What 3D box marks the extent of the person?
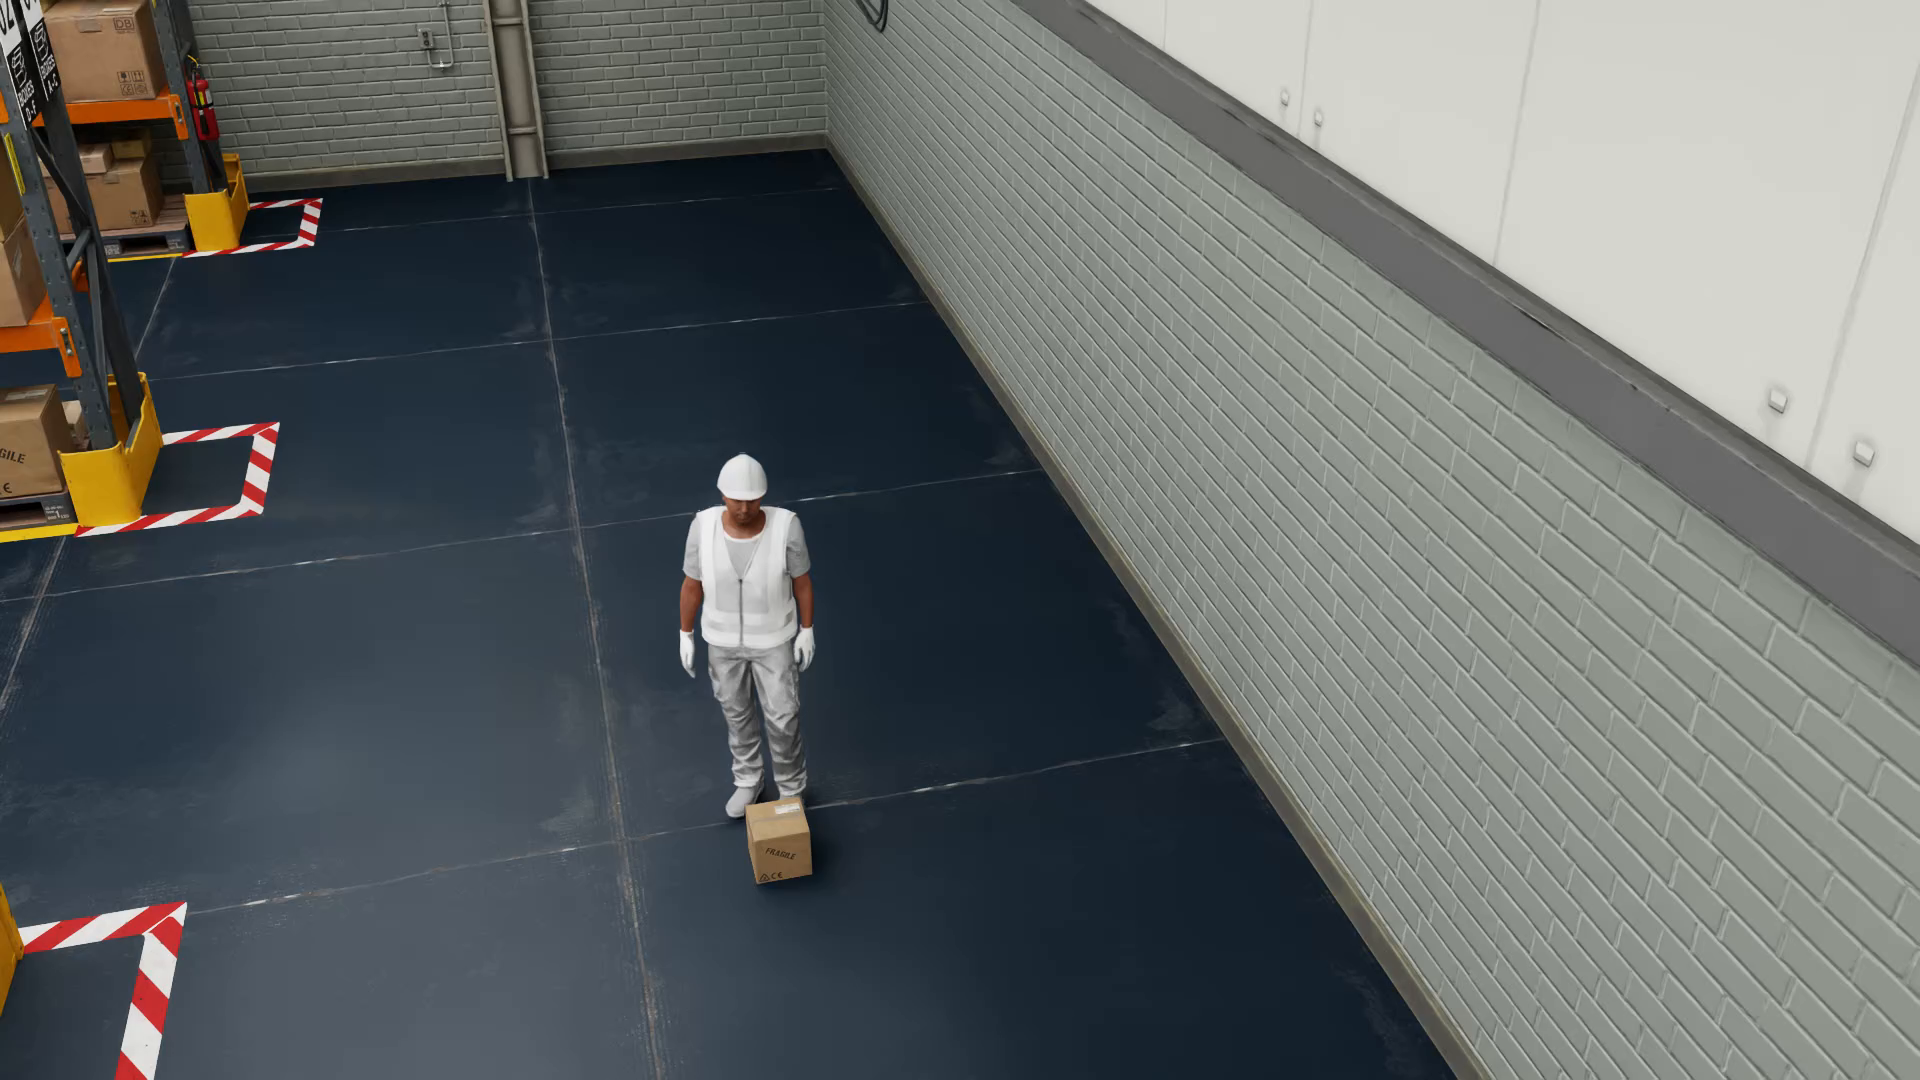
[{"bbox_3d":[-0.955,0.463,7.440,0.591,1.823,0.426,2,30,4],"label":"person"}]
